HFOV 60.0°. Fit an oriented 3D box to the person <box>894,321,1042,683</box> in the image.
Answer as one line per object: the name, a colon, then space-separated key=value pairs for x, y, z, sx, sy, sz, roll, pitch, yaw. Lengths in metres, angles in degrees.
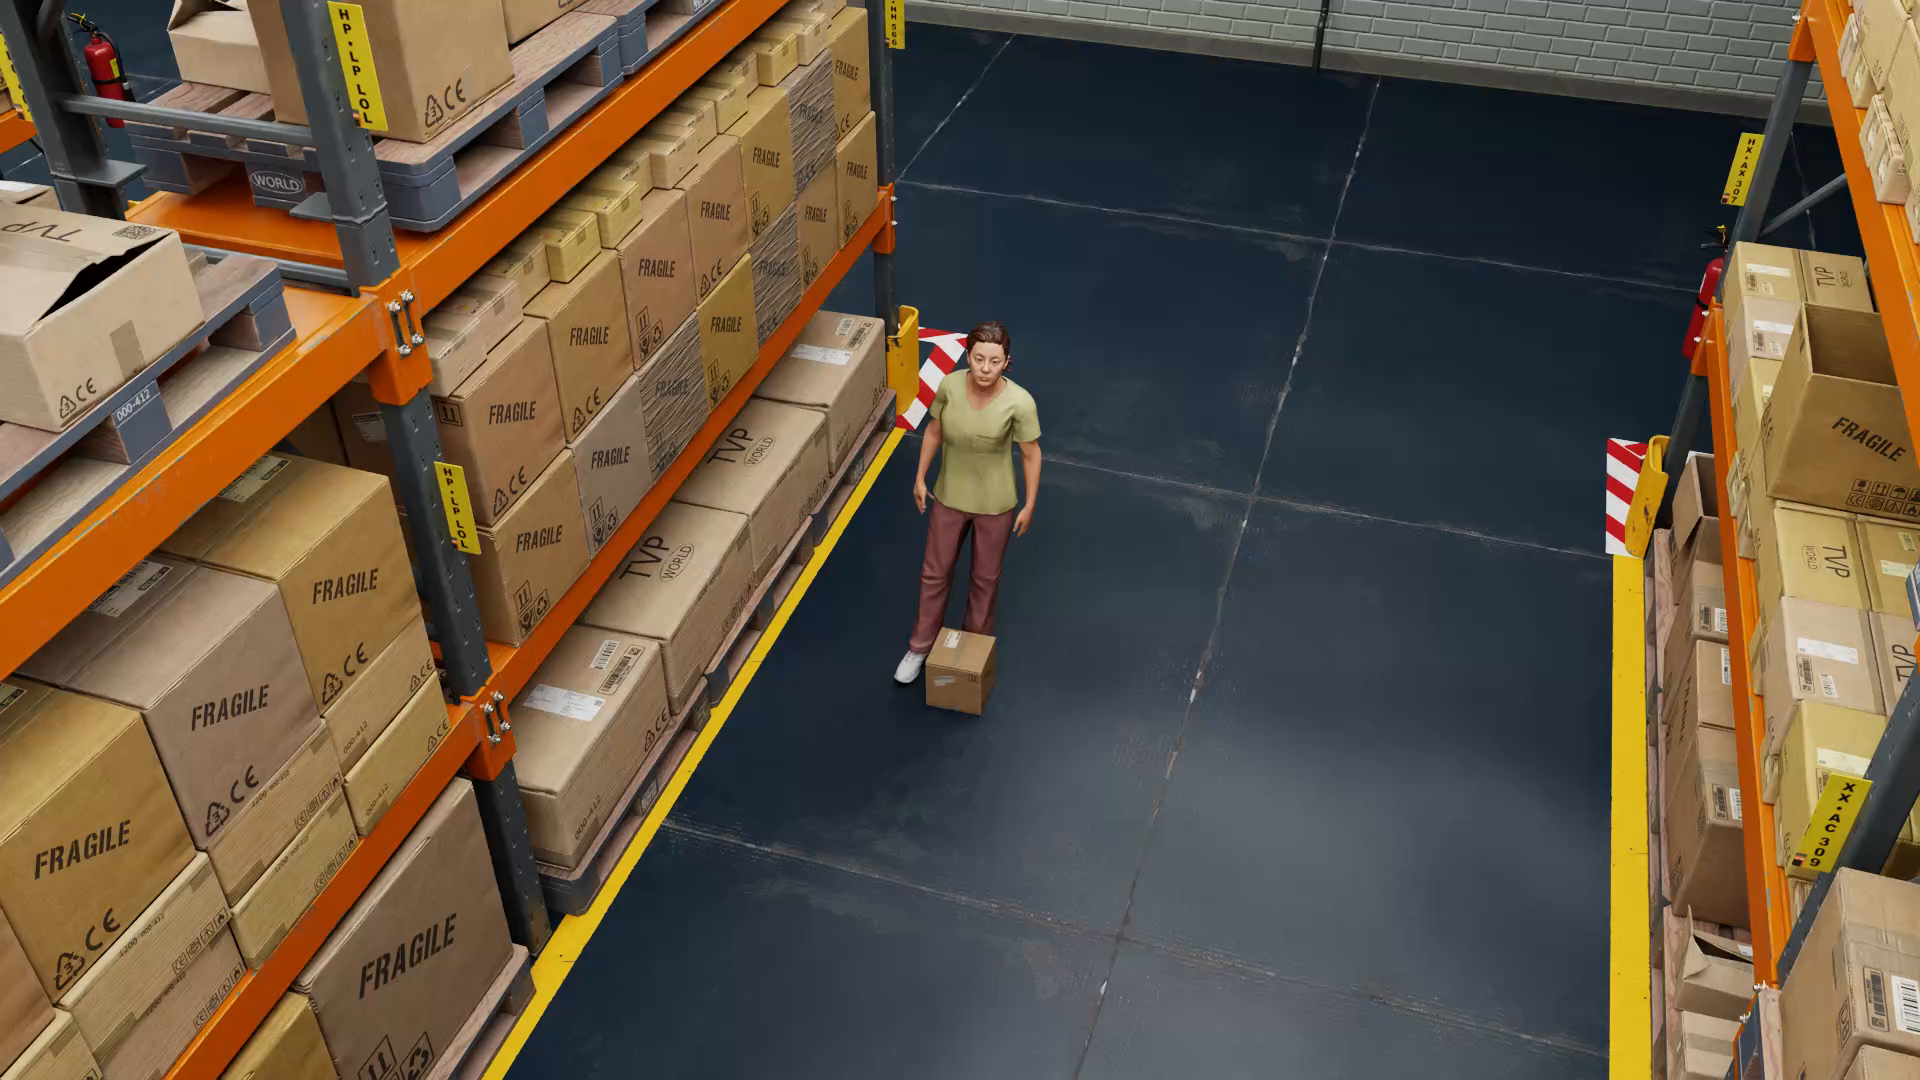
person: x=0.039 y=-0.128 z=7.046 sx=0.555 sy=1.675 sz=0.549 roll=11 pitch=38 yaw=14
